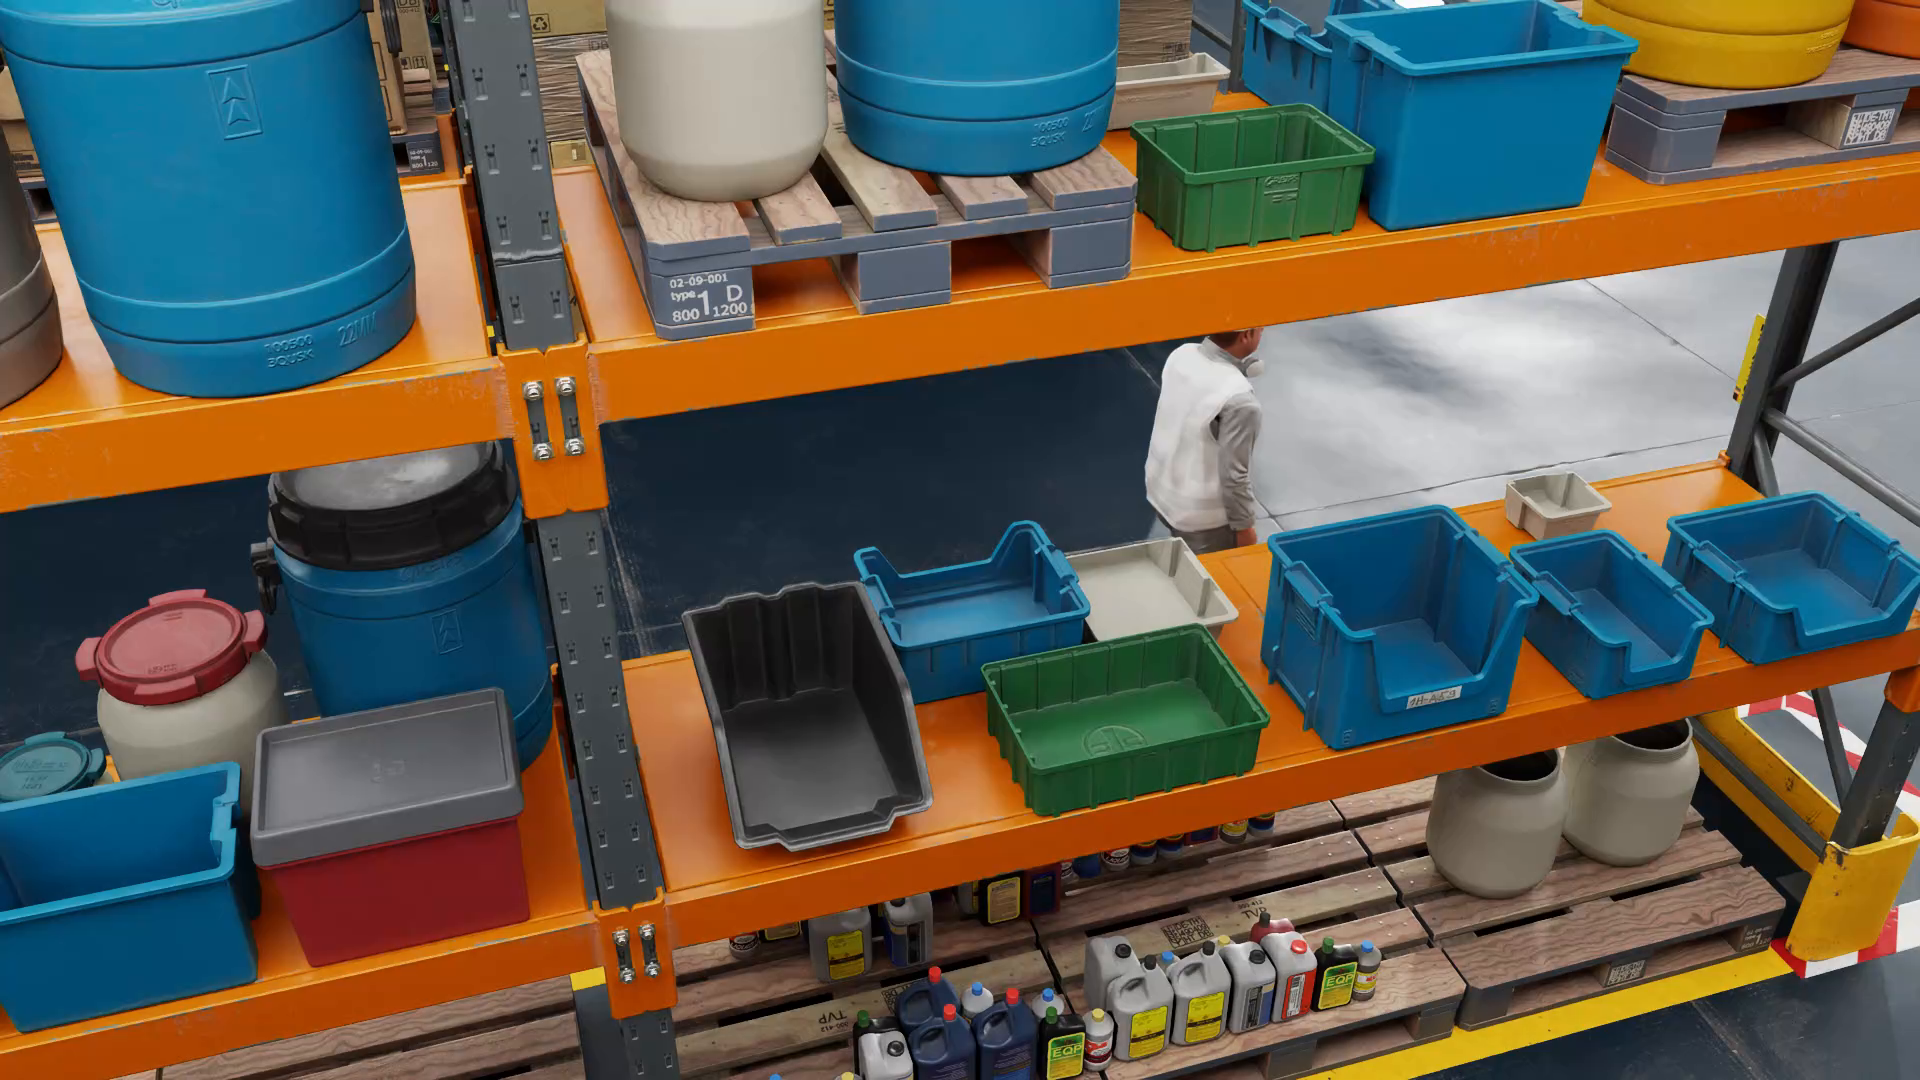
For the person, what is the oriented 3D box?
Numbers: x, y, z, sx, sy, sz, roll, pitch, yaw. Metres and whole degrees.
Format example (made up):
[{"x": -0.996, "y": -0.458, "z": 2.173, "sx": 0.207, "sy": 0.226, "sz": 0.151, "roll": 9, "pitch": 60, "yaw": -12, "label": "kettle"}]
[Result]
[{"x": 0.954, "y": -0.161, "z": 6.360, "sx": 0.476, "sy": 1.770, "sz": 0.584, "roll": -12, "pitch": 36, "yaw": -17, "label": "person"}]
